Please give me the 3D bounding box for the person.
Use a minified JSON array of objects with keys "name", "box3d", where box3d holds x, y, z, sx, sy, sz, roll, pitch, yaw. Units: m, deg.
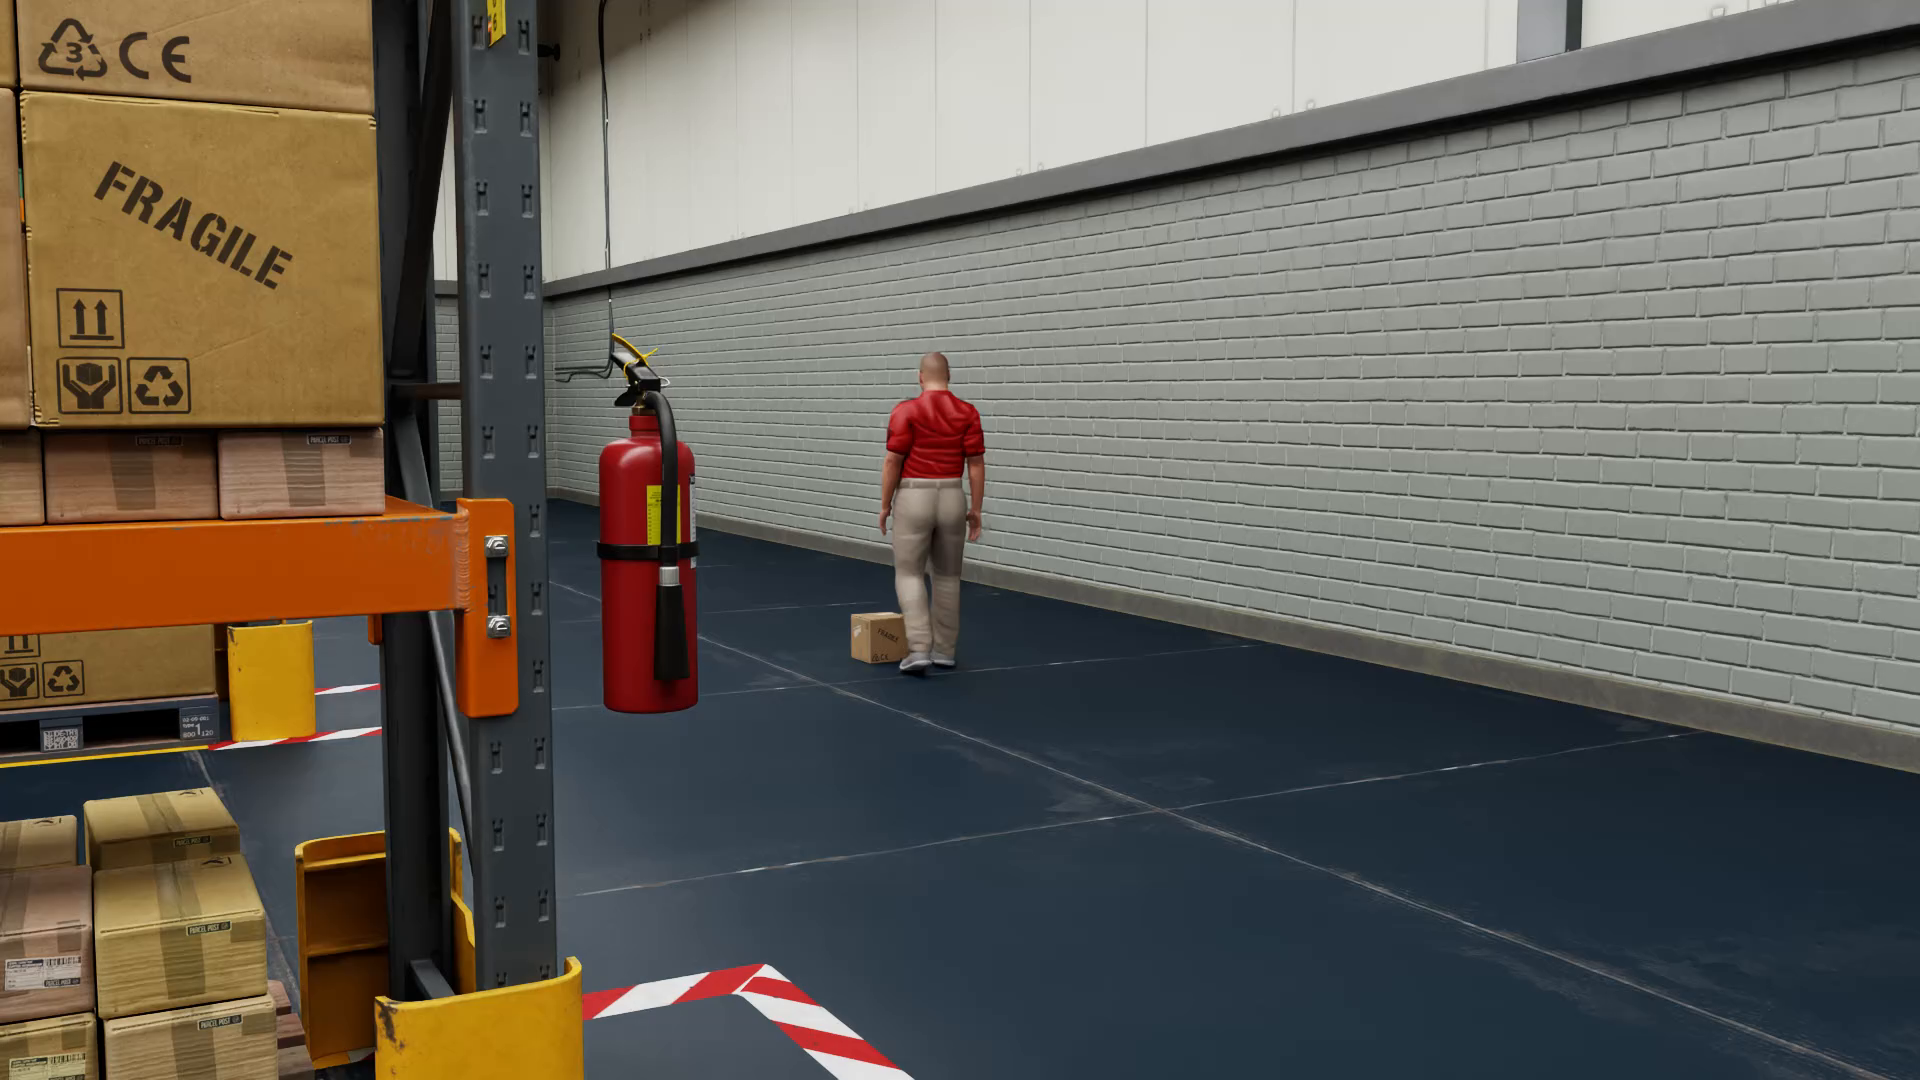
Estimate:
[{"name":"person","box3d":[-0.164,-0.150,9.060,0.569,1.738,0.566,-2,5,-21]}]
